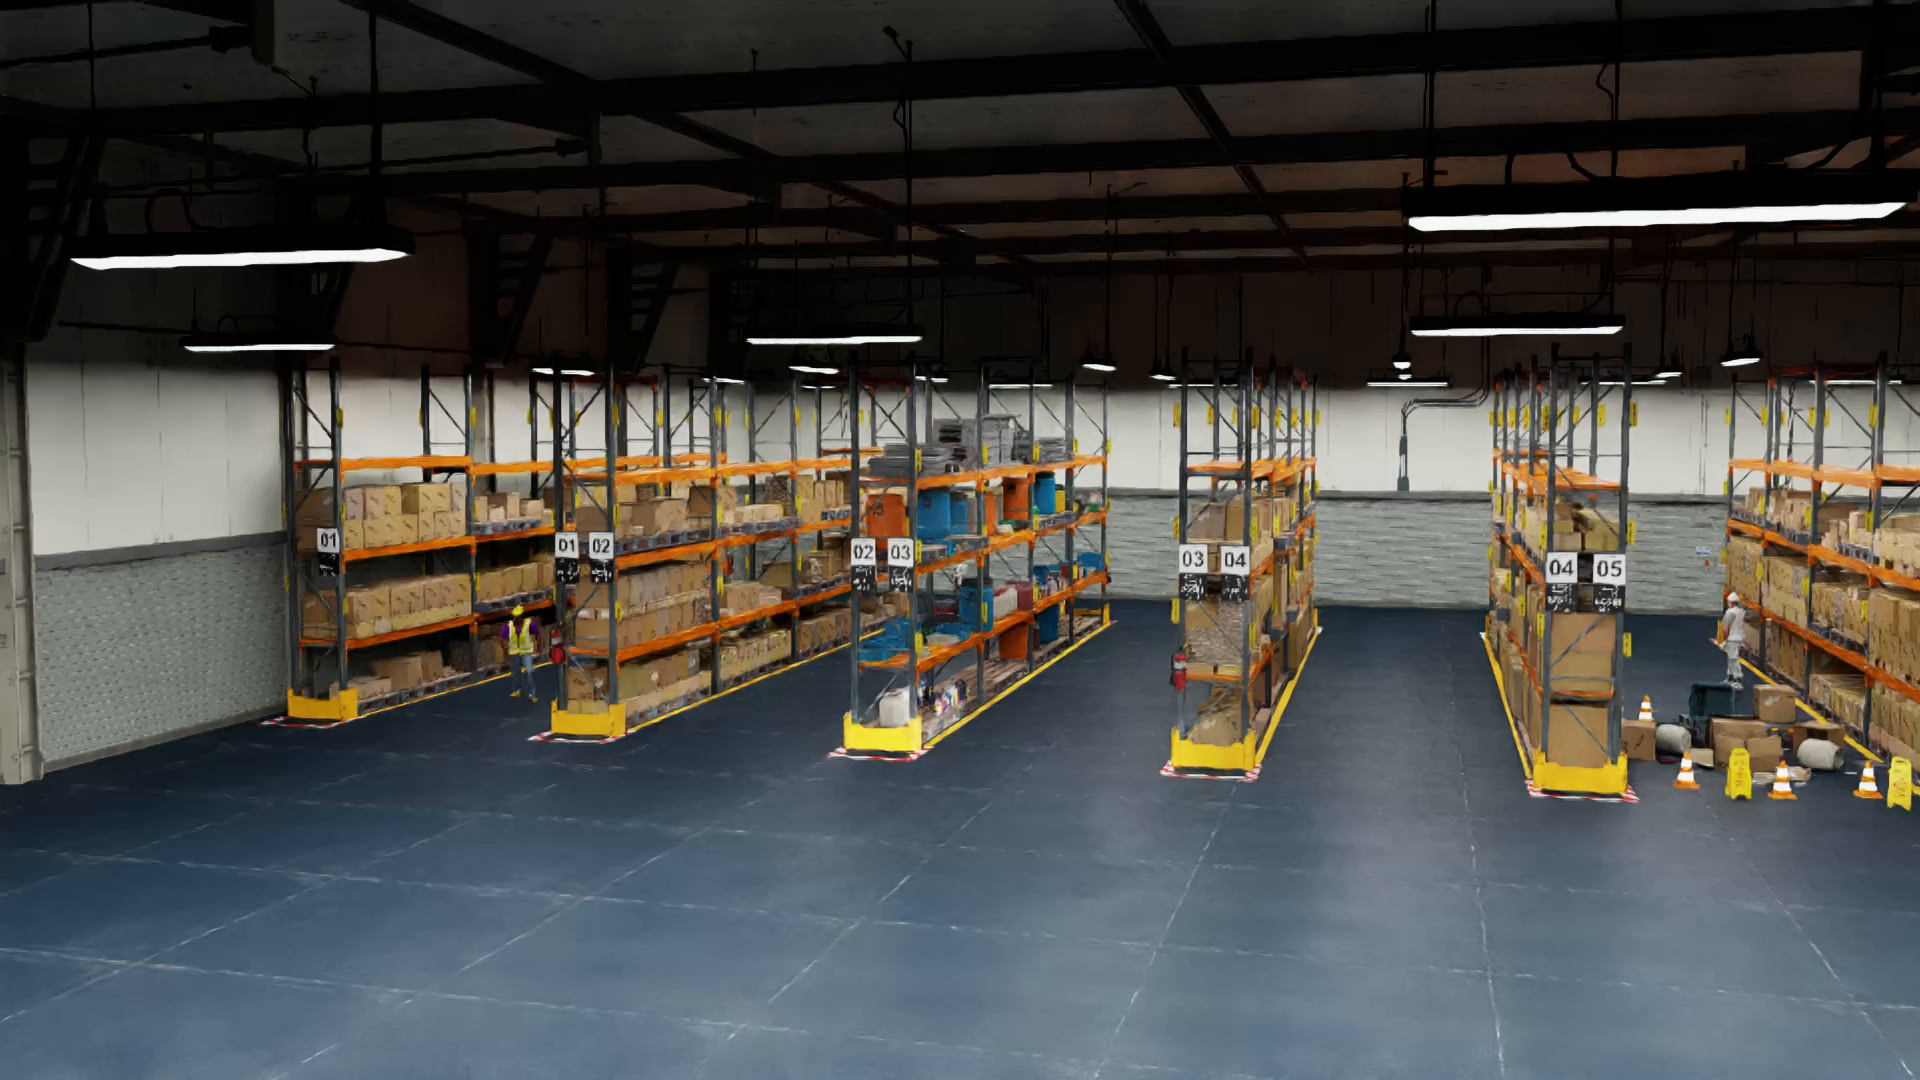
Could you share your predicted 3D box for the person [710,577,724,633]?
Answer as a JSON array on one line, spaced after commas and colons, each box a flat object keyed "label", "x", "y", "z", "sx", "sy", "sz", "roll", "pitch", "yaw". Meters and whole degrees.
[{"label": "person", "x": -5.275, "y": 1.551, "z": 35.844, "sx": 0.448, "sy": 1.572, "sz": 1.109, "roll": 1, "pitch": 4, "yaw": 17}]

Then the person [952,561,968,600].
[{"label": "person", "x": 0.022, "y": 1.165, "z": 40.759, "sx": 0.560, "sy": 1.659, "sz": 0.607, "roll": 2, "pitch": 5, "yaw": 28}]

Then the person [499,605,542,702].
[{"label": "person", "x": -7.764, "y": 1.989, "z": 29.422, "sx": 0.710, "sy": 1.704, "sz": 0.835, "roll": 0, "pitch": 4, "yaw": -1}]

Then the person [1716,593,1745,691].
[{"label": "person", "x": 14.150, "y": 1.854, "z": 30.525, "sx": 0.655, "sy": 1.785, "sz": 0.577, "roll": -4, "pitch": 6, "yaw": -44}]
